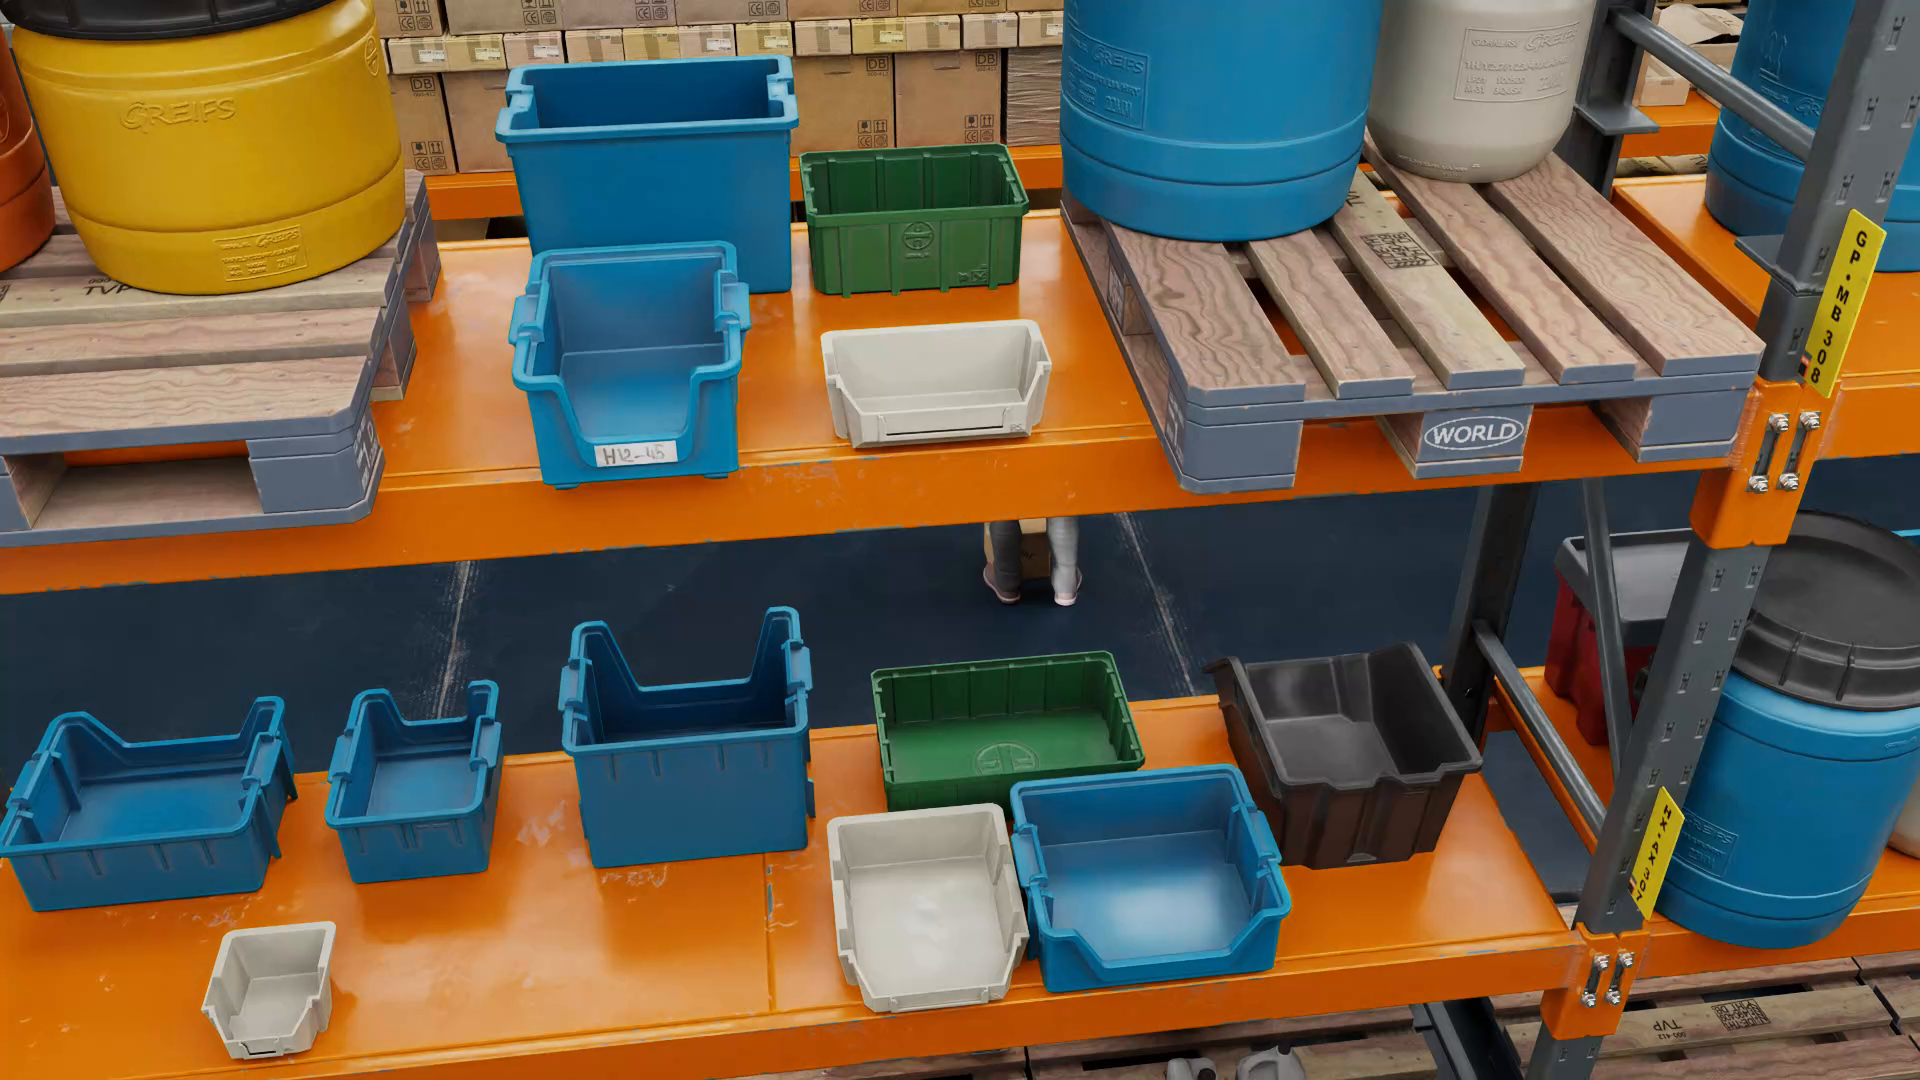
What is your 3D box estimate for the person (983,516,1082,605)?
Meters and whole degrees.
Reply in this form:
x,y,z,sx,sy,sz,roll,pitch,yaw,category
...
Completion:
x,y,z,sx,sy,sz,roll,pitch,yaw,category
0.286,-0.454,6.797,0.523,1.655,0.393,-5,35,-8,person
